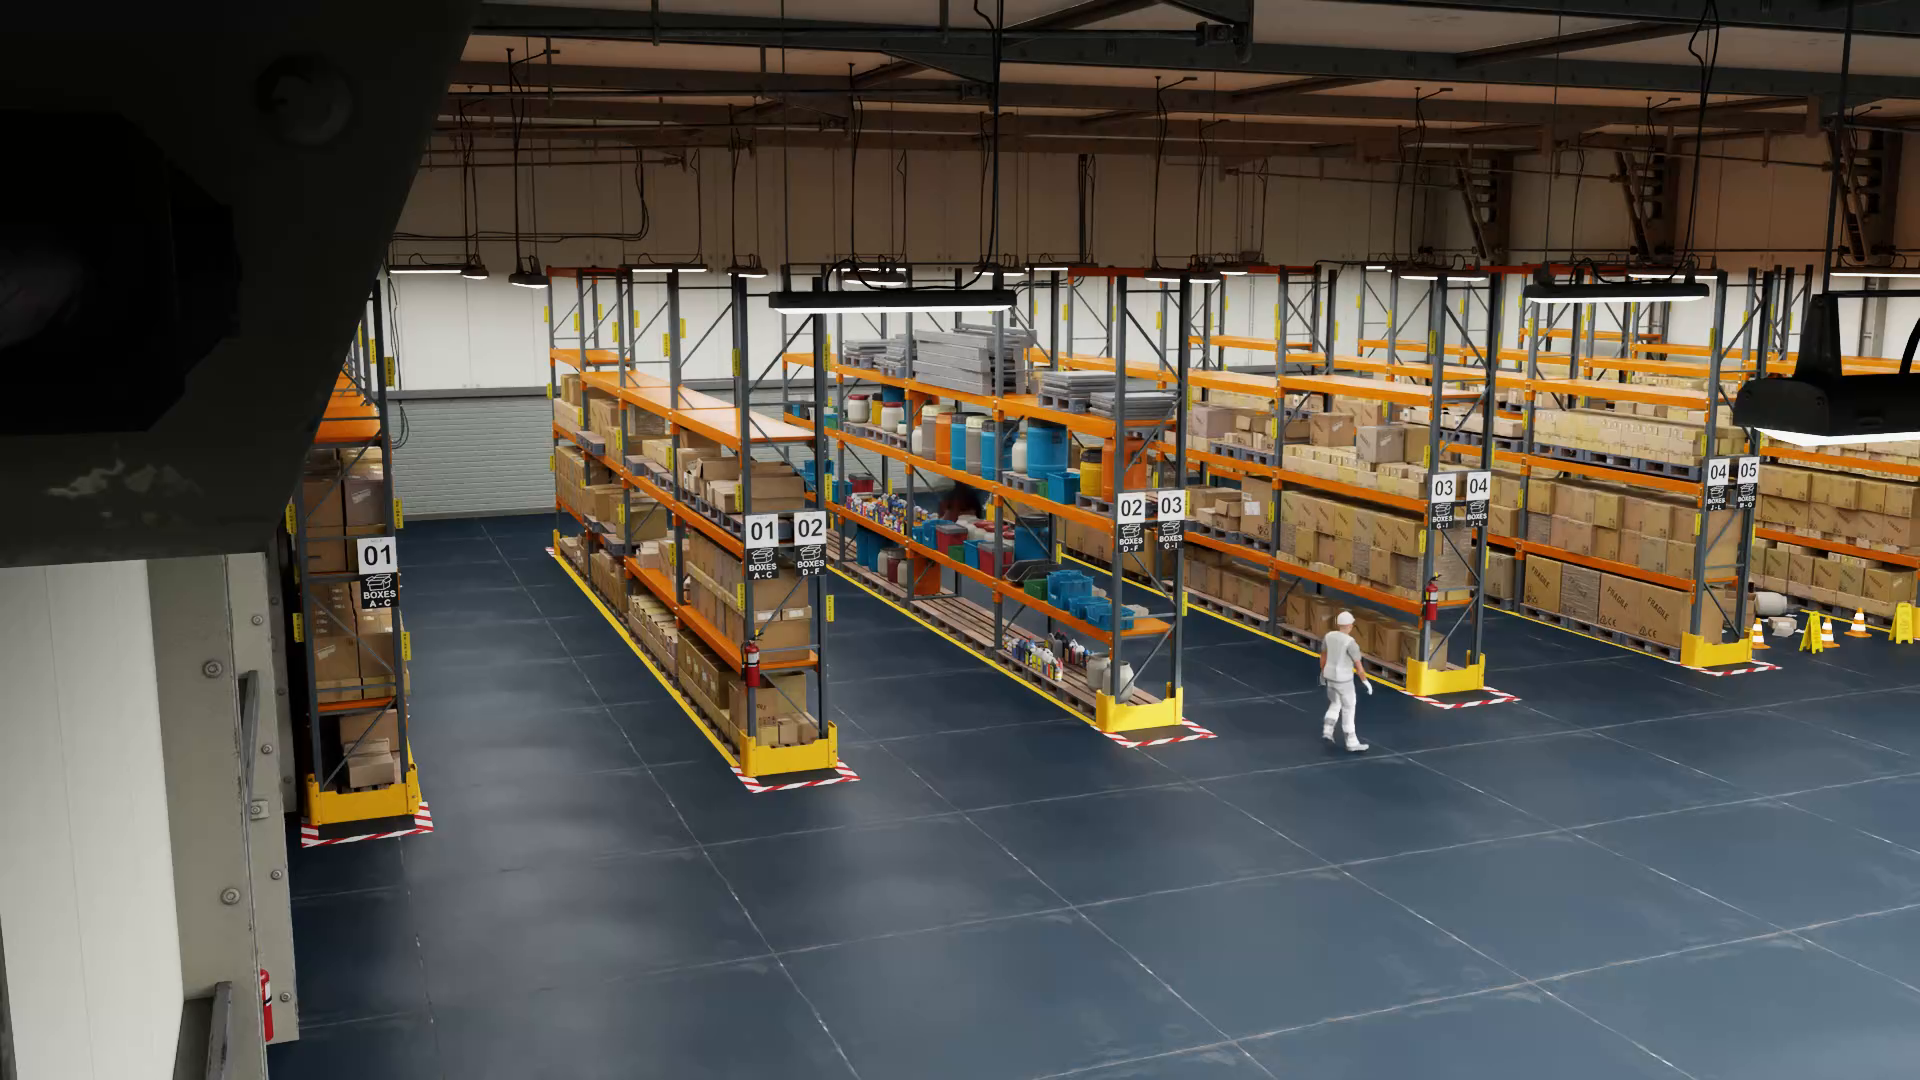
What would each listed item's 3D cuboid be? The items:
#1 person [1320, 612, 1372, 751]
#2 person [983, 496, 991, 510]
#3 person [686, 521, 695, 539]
[{"bbox_3d":[4.894,1.788,21.206,0.522,1.787,0.705,-7,12,-33],"label":"person"},{"bbox_3d":[1.053,-1.454,40.276,0.991,1.634,0.607,7,12,35],"label":"person"},{"bbox_3d":[-5.138,-0.118,32.125,0.664,1.712,1.093,-4,11,-24],"label":"person"}]
